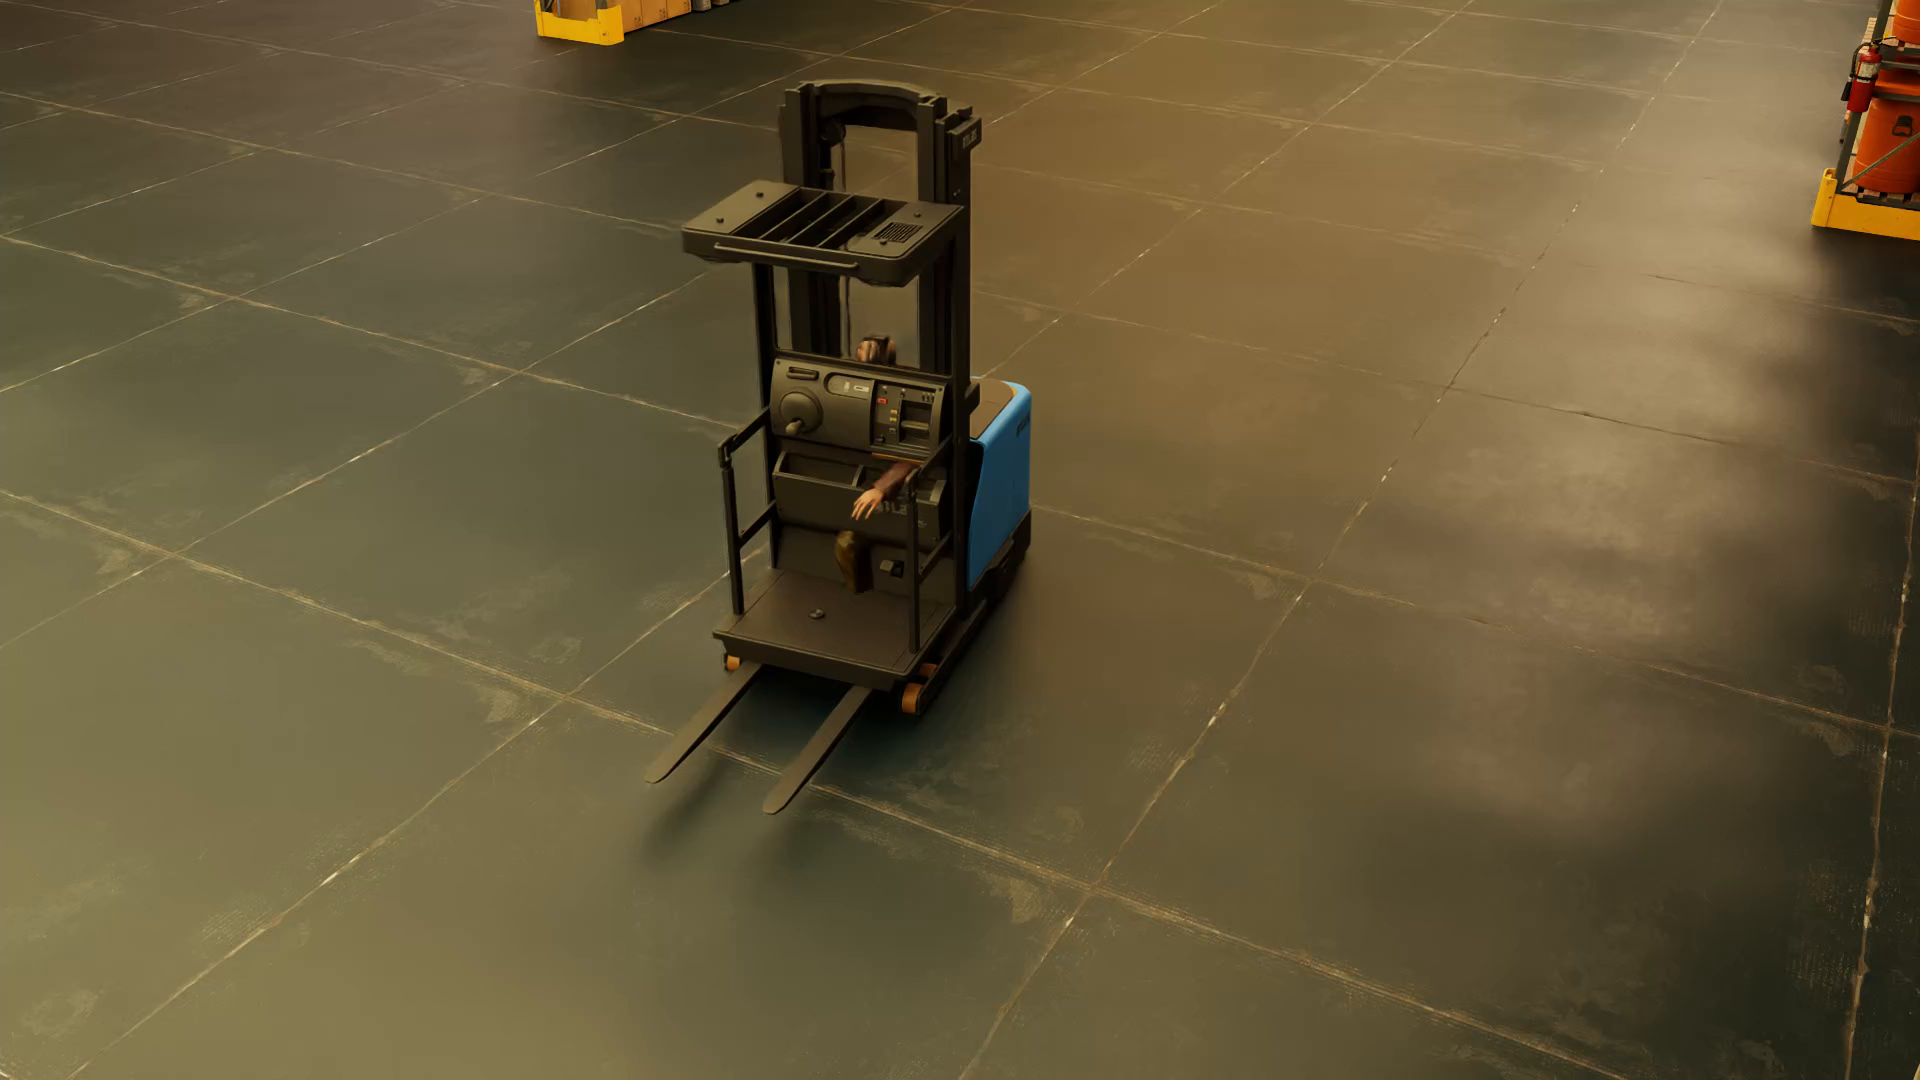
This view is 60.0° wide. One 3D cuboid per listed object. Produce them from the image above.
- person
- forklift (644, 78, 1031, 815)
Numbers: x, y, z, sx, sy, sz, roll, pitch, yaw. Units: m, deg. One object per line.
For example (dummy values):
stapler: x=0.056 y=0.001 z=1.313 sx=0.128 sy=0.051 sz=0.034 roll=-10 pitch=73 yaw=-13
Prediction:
person: x=-0.588 y=-0.291 z=8.805 sx=0.712 sy=1.679 sz=0.989 roll=-14 pitch=33 yaw=-23
forklift: x=-0.592 y=-0.616 z=8.137 sx=1.130 sy=2.935 sz=3.031 roll=11 pitch=32 yaw=18
